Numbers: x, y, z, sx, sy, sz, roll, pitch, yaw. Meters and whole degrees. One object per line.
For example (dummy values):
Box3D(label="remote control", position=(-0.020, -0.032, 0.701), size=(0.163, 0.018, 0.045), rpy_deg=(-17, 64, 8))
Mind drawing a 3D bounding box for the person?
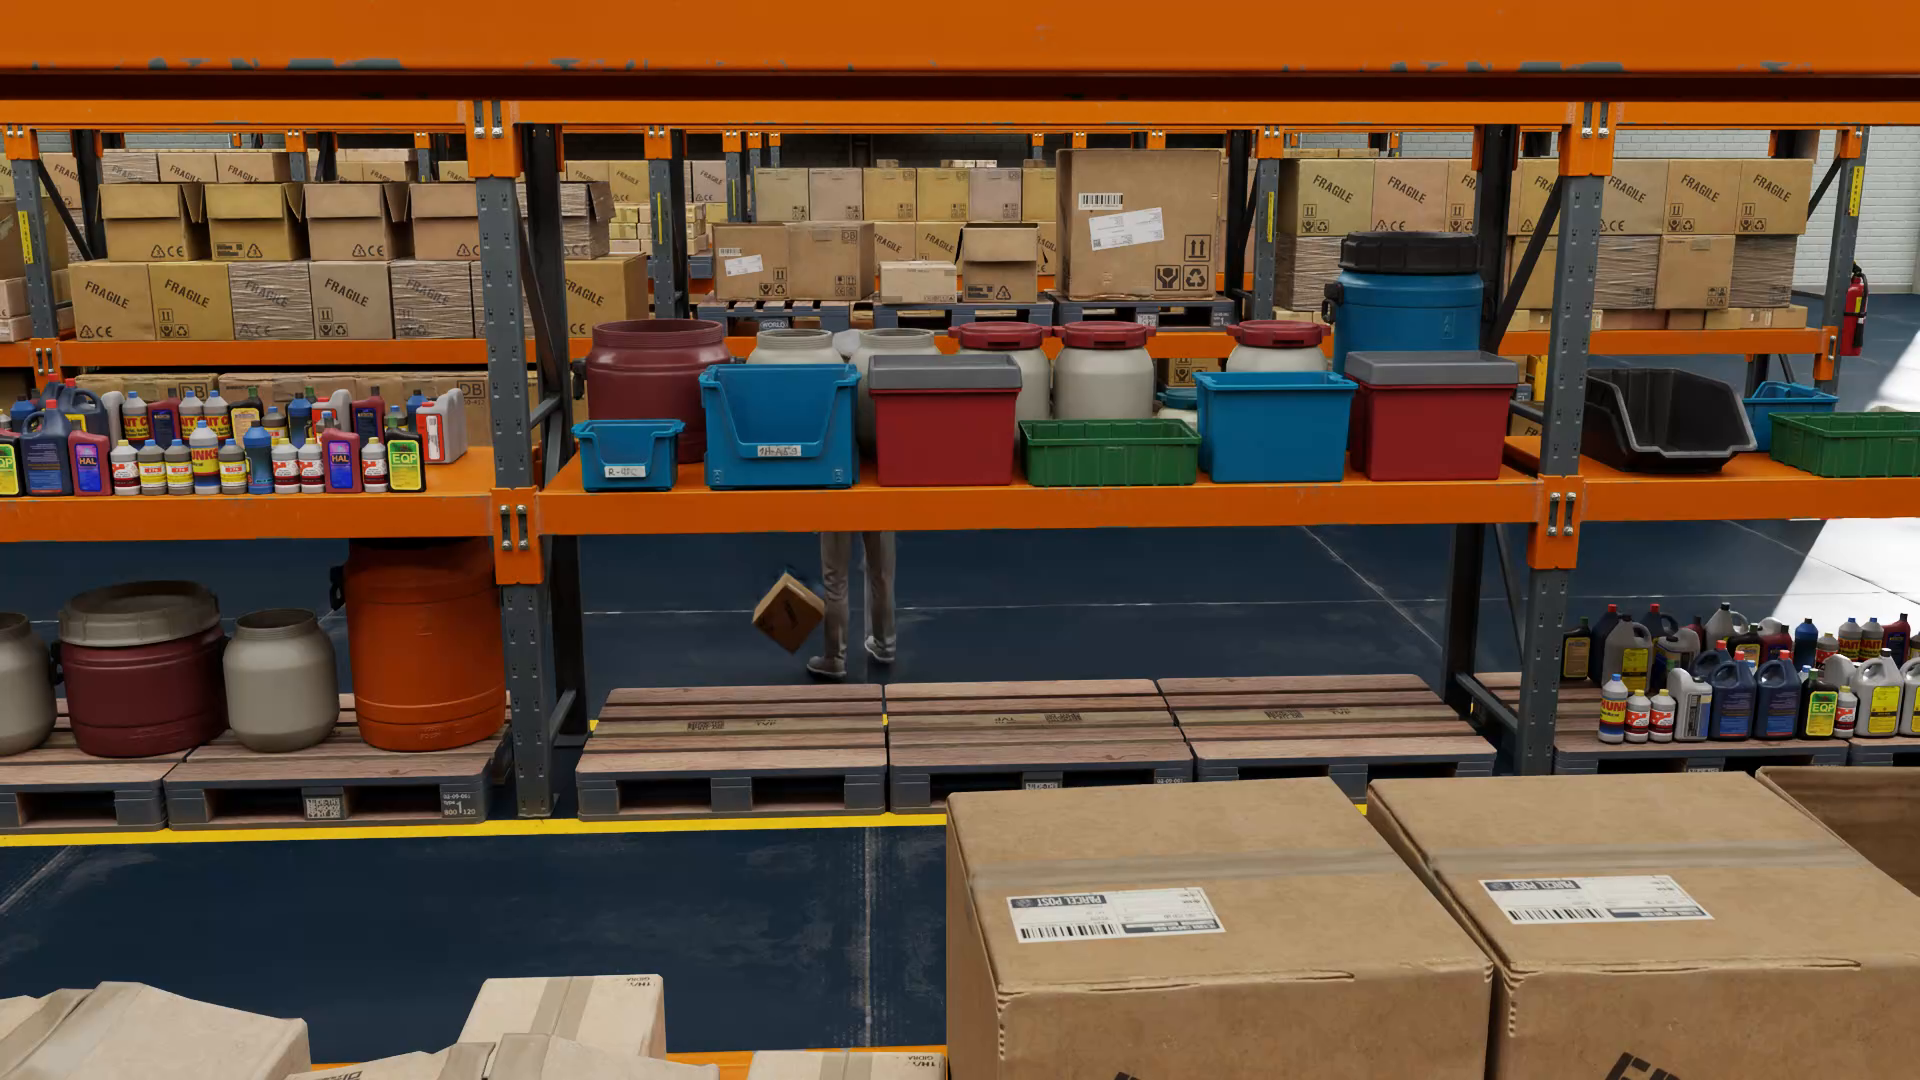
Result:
Box3D(label="person", position=(-0.520, -0.187, 8.129), size=(0.522, 1.689, 0.501), rpy_deg=(1, 14, 2))
